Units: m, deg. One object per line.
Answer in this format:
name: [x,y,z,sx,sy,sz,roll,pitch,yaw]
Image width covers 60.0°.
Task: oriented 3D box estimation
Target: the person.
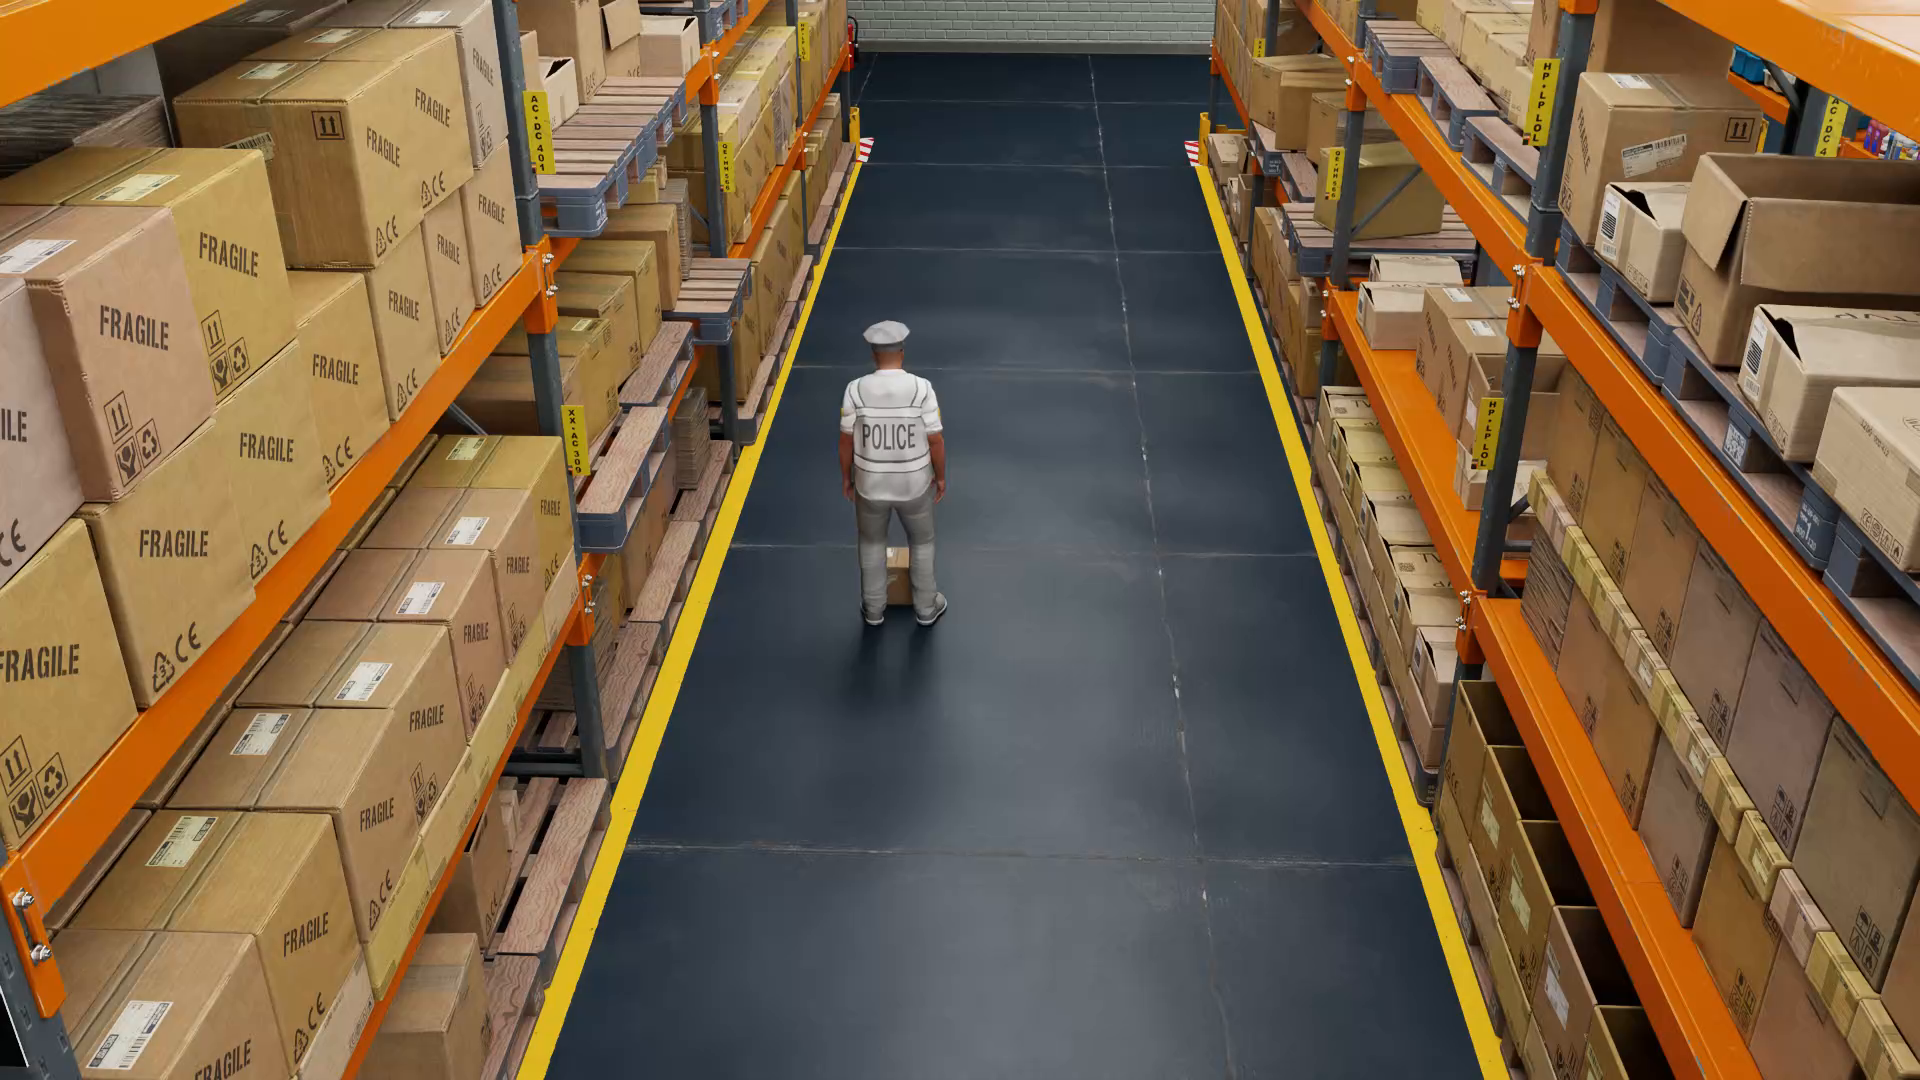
person: [-0.367,-0.323,9.227,0.585,1.747,0.439,1,28,2]
